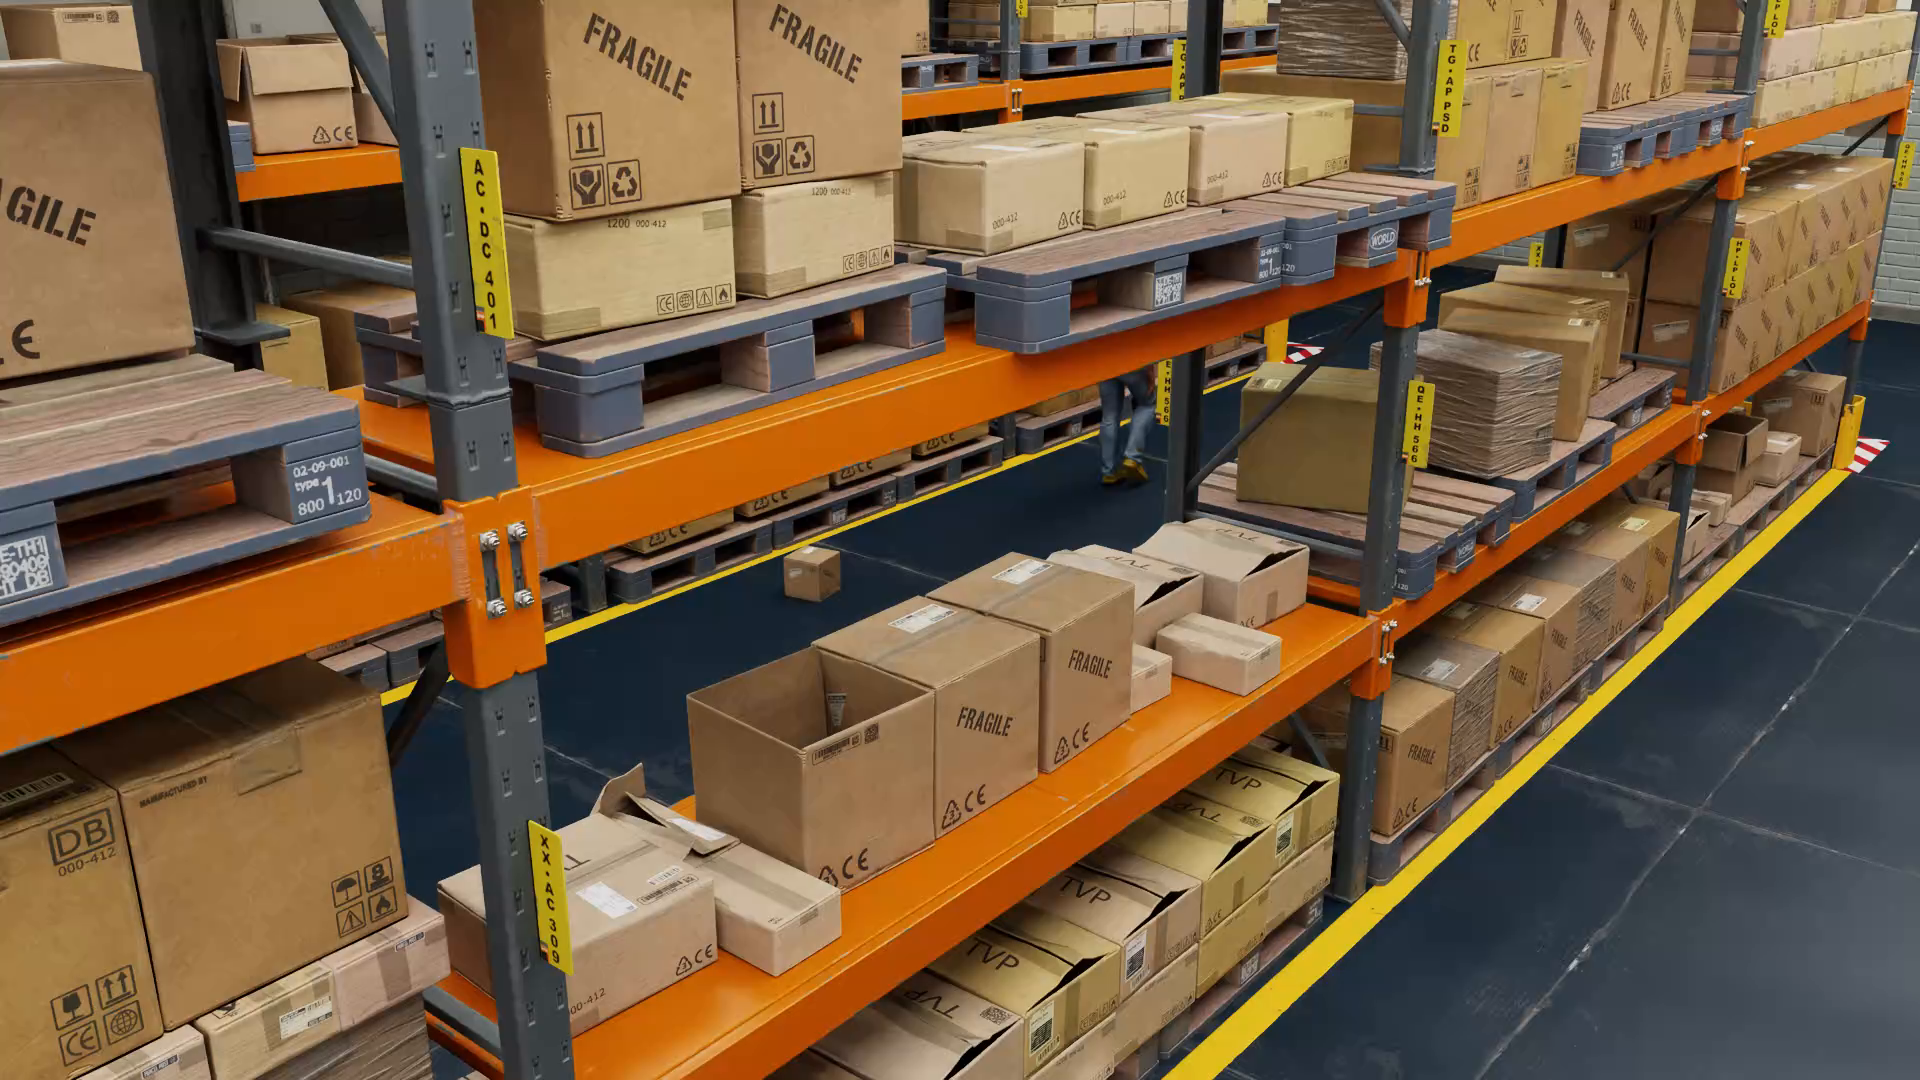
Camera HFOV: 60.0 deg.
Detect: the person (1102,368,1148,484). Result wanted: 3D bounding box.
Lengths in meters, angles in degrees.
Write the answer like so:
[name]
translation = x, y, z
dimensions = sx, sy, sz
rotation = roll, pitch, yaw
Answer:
[person]
translation = 4.260, 1.643, 1.971
dimensions = 15.442, 3.204, 15.978
rotation = 10, 22, 25
